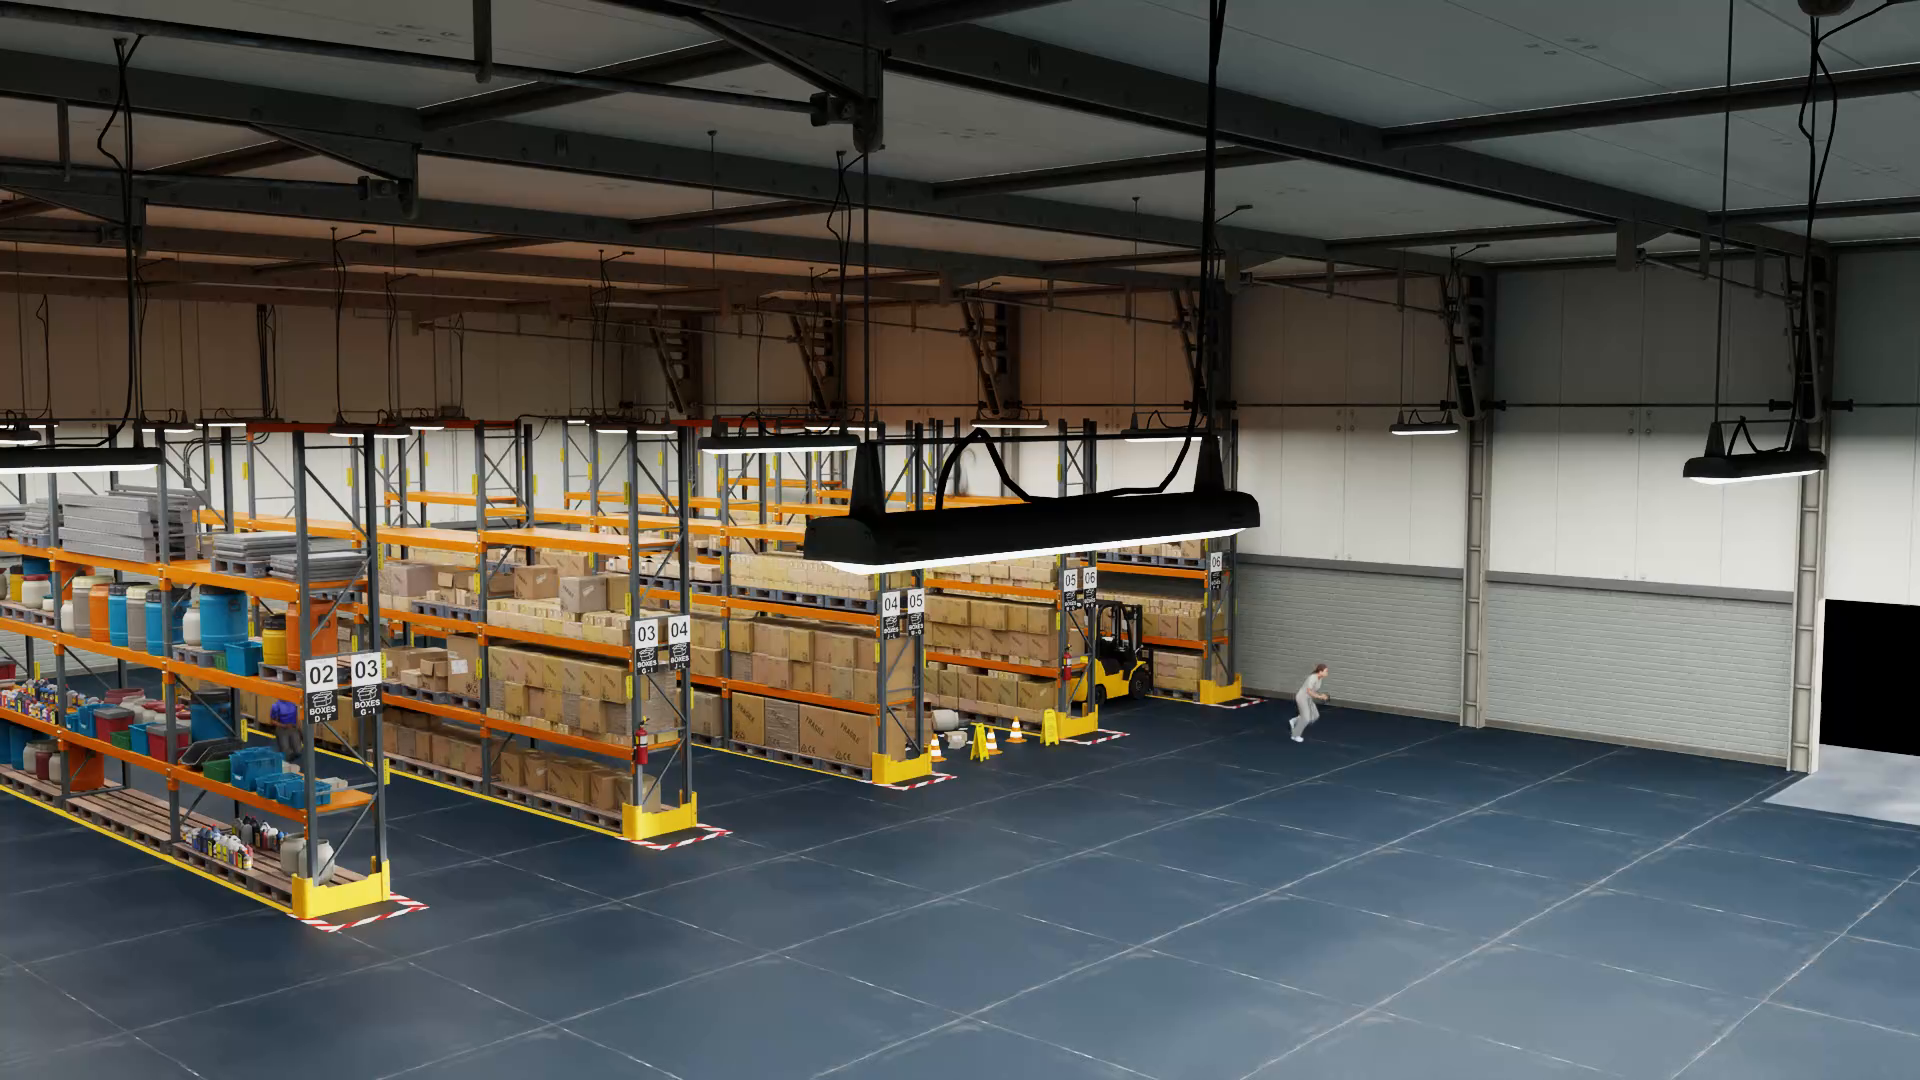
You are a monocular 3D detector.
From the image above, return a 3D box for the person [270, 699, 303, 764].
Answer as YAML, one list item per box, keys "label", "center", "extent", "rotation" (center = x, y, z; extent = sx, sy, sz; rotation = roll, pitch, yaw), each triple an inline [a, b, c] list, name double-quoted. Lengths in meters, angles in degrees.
- label: "person"
  center: [-11.260, 3.251, 27.908]
  extent: [0.516, 1.617, 0.569]
  rotation: [4, 6, 39]

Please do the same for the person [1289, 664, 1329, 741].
- label: "person"
  center: [6.581, 3.041, 31.258]
  extent: [0.770, 1.497, 0.583]
  rotation: [3, 5, 32]
